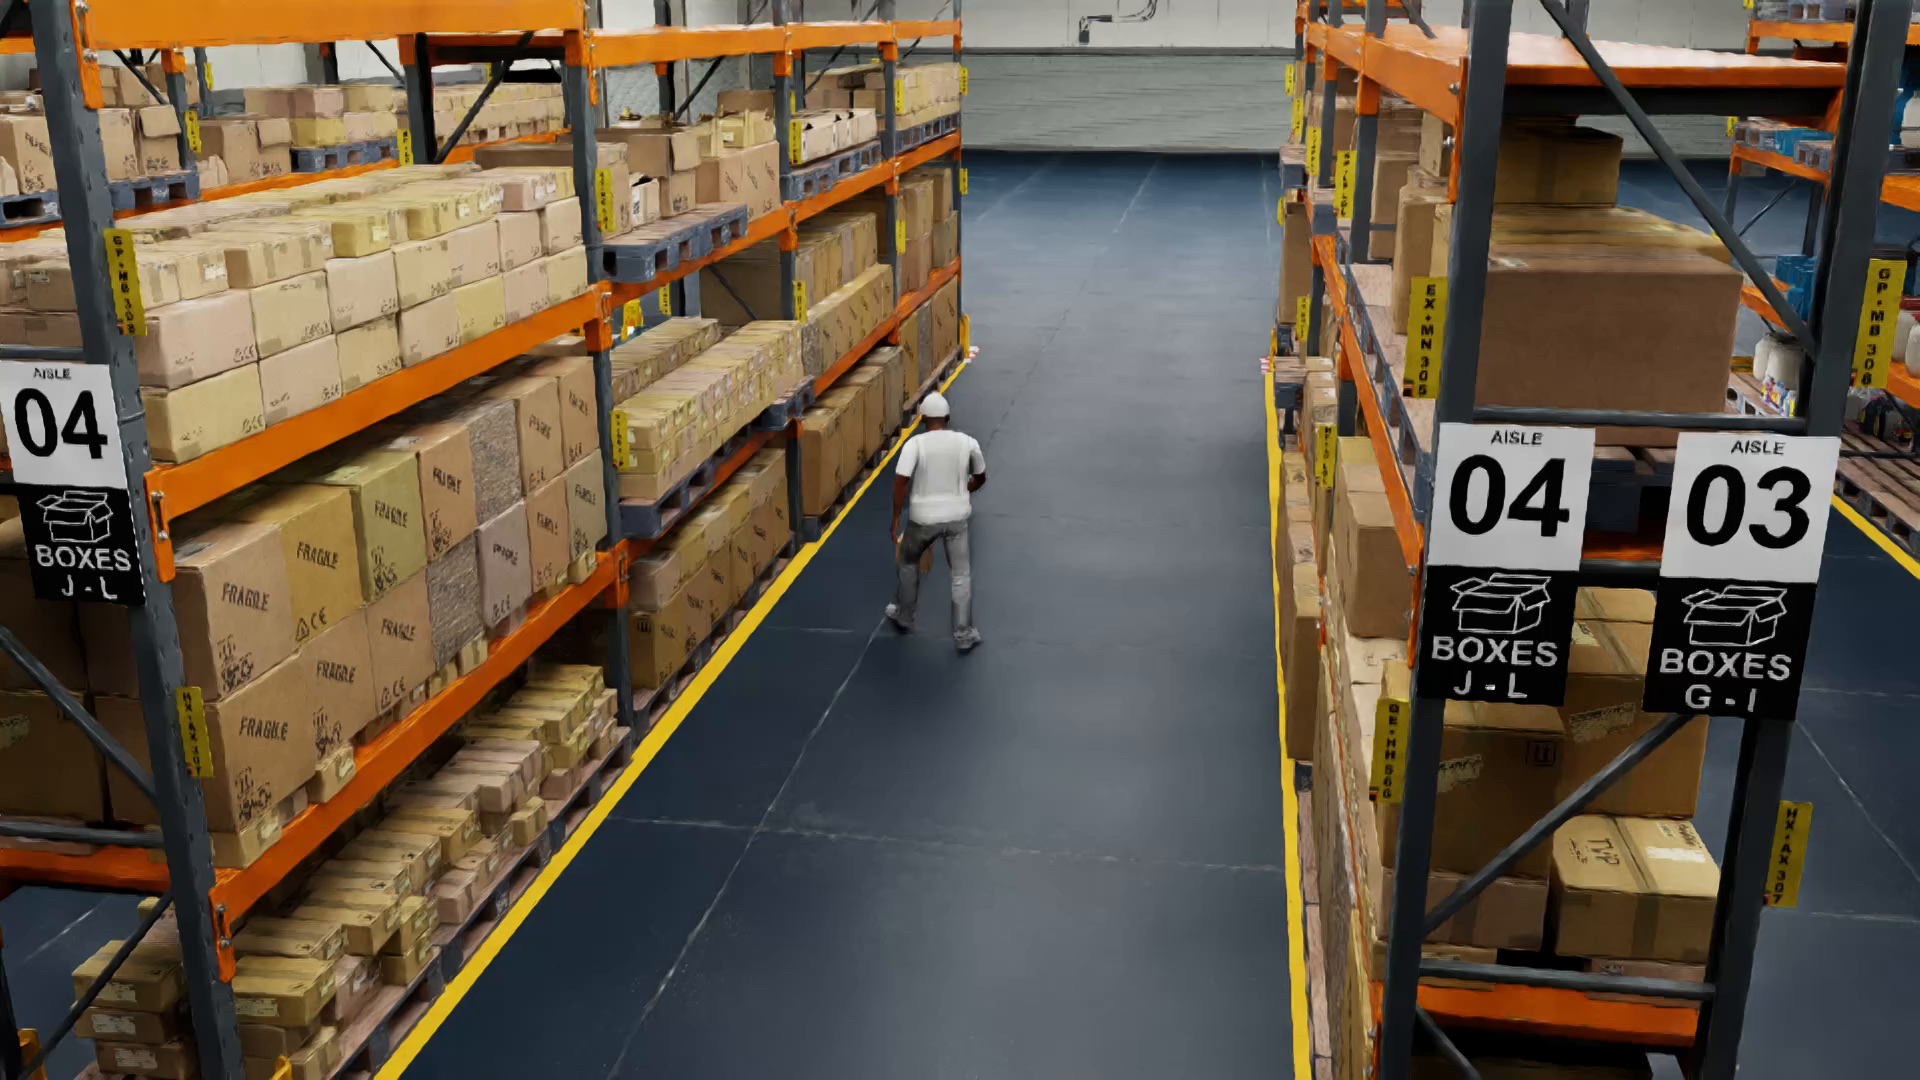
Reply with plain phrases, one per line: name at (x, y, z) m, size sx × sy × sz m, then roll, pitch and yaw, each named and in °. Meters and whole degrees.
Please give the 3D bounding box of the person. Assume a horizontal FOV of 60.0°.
person at (-0.153, -0.162, 11.564) m, size 0.701 × 1.706 × 0.789 m, roll -3°, pitch 18°, yaw -8°
